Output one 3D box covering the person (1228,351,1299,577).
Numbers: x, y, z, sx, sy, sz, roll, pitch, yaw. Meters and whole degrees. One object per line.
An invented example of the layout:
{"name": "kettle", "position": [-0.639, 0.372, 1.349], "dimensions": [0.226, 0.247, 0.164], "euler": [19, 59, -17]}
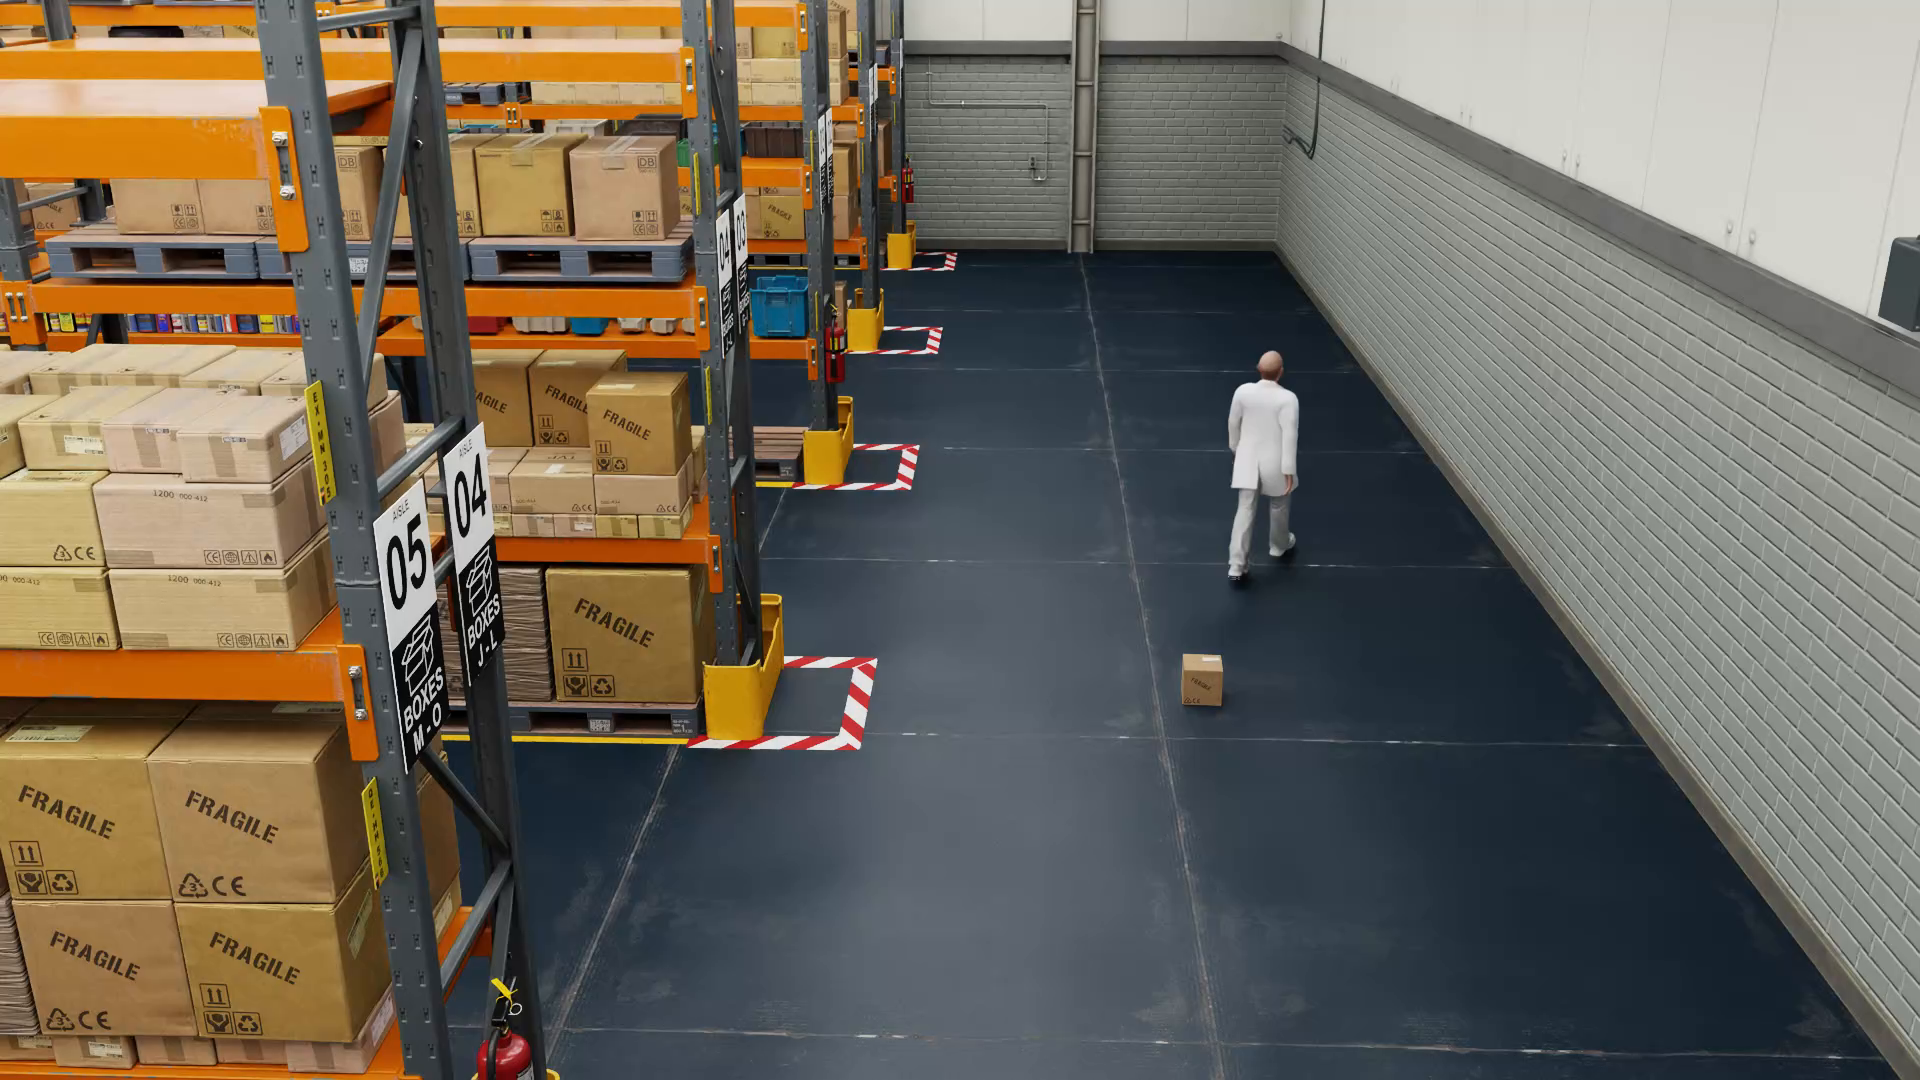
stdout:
{"name": "person", "position": [2.334, -0.633, 12.780], "dimensions": [0.616, 1.719, 1.111], "euler": [9, 22, 23]}
